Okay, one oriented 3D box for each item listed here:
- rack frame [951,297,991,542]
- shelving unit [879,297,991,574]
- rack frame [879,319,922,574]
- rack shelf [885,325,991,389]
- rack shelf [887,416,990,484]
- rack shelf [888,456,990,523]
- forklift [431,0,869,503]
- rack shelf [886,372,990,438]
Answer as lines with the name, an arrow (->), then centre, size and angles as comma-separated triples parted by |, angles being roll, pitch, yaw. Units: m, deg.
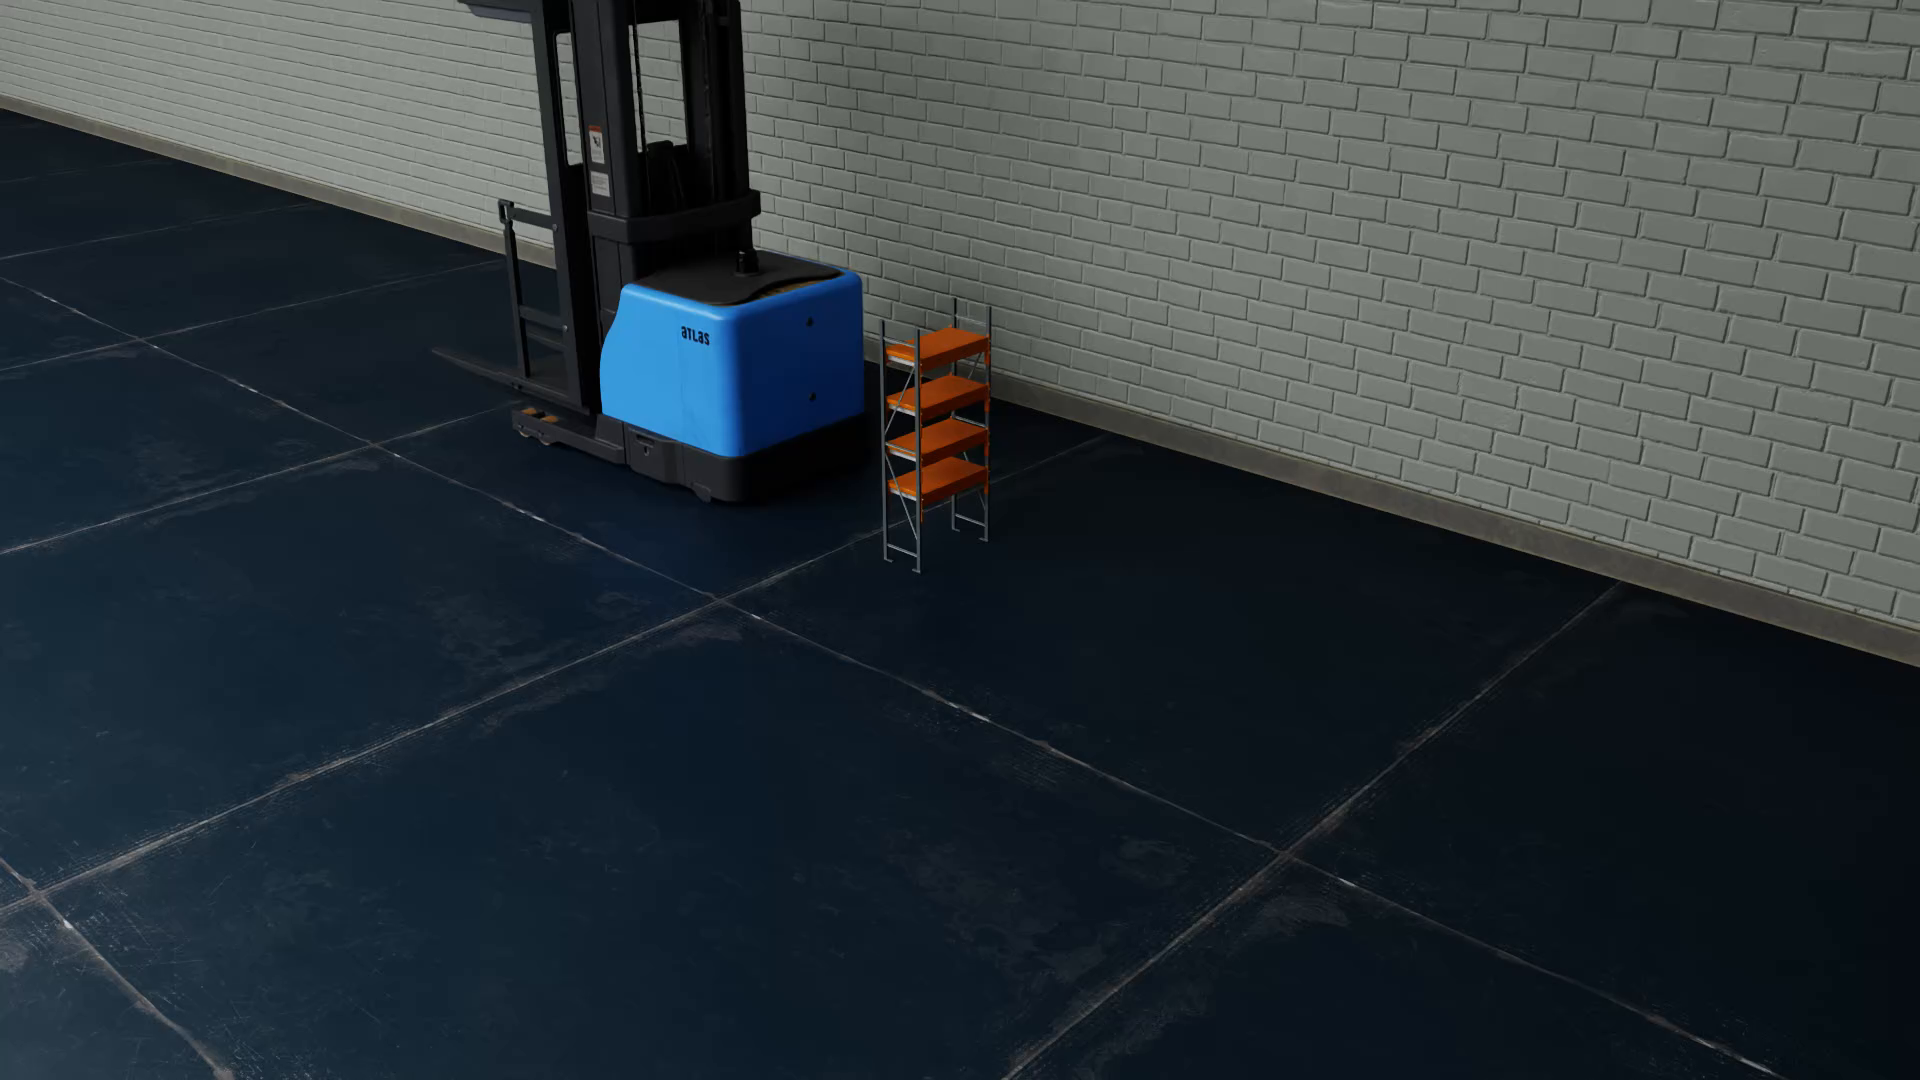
rack frame -> 0.052, -0.571, 8.058 | 0.240, 1.200, 0.015 | 20, 31, 38
shelving unit -> -0.110, -0.497, 7.892 | 0.258, 1.200, 0.503 | 20, 31, 38
rack frame -> -0.273, -0.423, 7.726 | 0.240, 1.200, 0.015 | 20, 31, 38
rack shelf -> -0.110, -0.856, 7.731 | 0.258, 0.148, 0.480 | 20, 31, 38
rack shelf -> -0.110, -0.436, 7.920 | 0.258, 0.148, 0.480 | 20, 31, 38
rack shelf -> -0.110, -0.254, 8.001 | 0.258, 0.148, 0.480 | 20, 31, 38
forklift -> -1.942, -2.018, 9.168 | 3.031, 2.935, 1.130 | 20, 31, 37
rack shelf -> -0.110, -0.640, 7.828 | 0.258, 0.148, 0.480 | 20, 31, 38
